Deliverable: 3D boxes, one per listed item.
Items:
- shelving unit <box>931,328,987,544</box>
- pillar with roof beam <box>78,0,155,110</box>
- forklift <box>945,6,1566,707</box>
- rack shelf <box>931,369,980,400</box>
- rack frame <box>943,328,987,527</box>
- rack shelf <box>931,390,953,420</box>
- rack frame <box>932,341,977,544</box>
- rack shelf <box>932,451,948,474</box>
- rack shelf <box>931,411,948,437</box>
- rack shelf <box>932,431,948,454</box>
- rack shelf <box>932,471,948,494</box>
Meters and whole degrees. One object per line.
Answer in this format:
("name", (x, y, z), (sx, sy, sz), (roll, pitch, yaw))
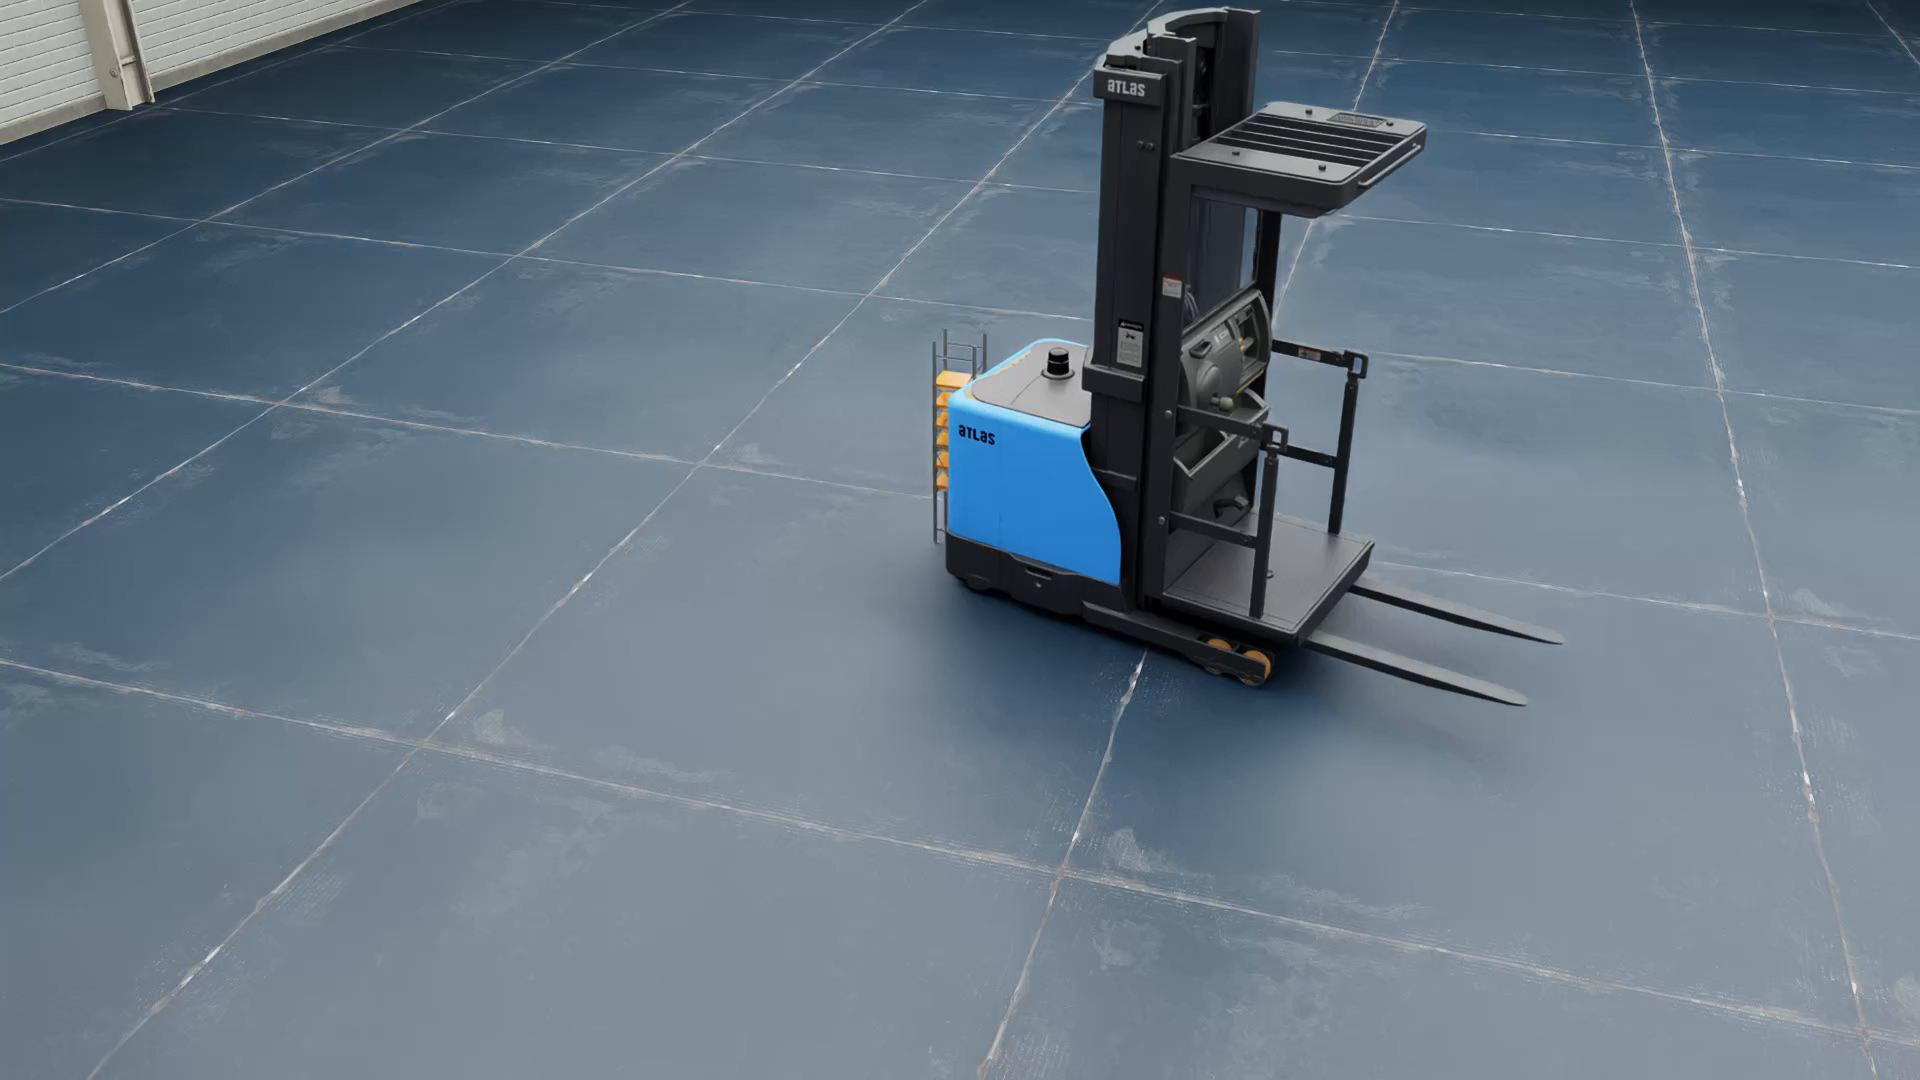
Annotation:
("shelving unit", (-0.002, -0.535, 8.975), (0.258, 1.200, 0.189), (9, 31, 16))
("pillar with roof beam", (-4.603, -7.893, 14.181), (9.100, 9.000, 0.400), (8, 30, 15))
("forklift", (1.441, -0.876, 7.810), (3.031, 2.935, 1.130), (17, 33, 28))
("rack shelf", (-0.002, -0.810, 8.821), (0.258, 0.103, 0.180), (9, 31, 16))
("rack frame", (0.026, -0.577, 9.051), (0.240, 1.200, 0.006), (9, 31, 16))
("rack shelf", (-0.002, -0.705, 8.880), (0.258, 0.103, 0.180), (9, 31, 16))
("rack frame", (-0.031, -0.492, 8.900), (0.240, 1.200, 0.006), (9, 31, 16))
("rack shelf", (-0.003, -0.391, 9.056), (0.258, 0.103, 0.180), (9, 31, 16))
("rack shelf", (-0.002, -0.601, 8.938), (0.258, 0.103, 0.180), (9, 31, 16))
("rack shelf", (-0.003, -0.496, 8.997), (0.258, 0.103, 0.180), (9, 31, 16))
("rack shelf", (-0.003, -0.287, 9.115), (0.258, 0.103, 0.180), (9, 31, 16))
